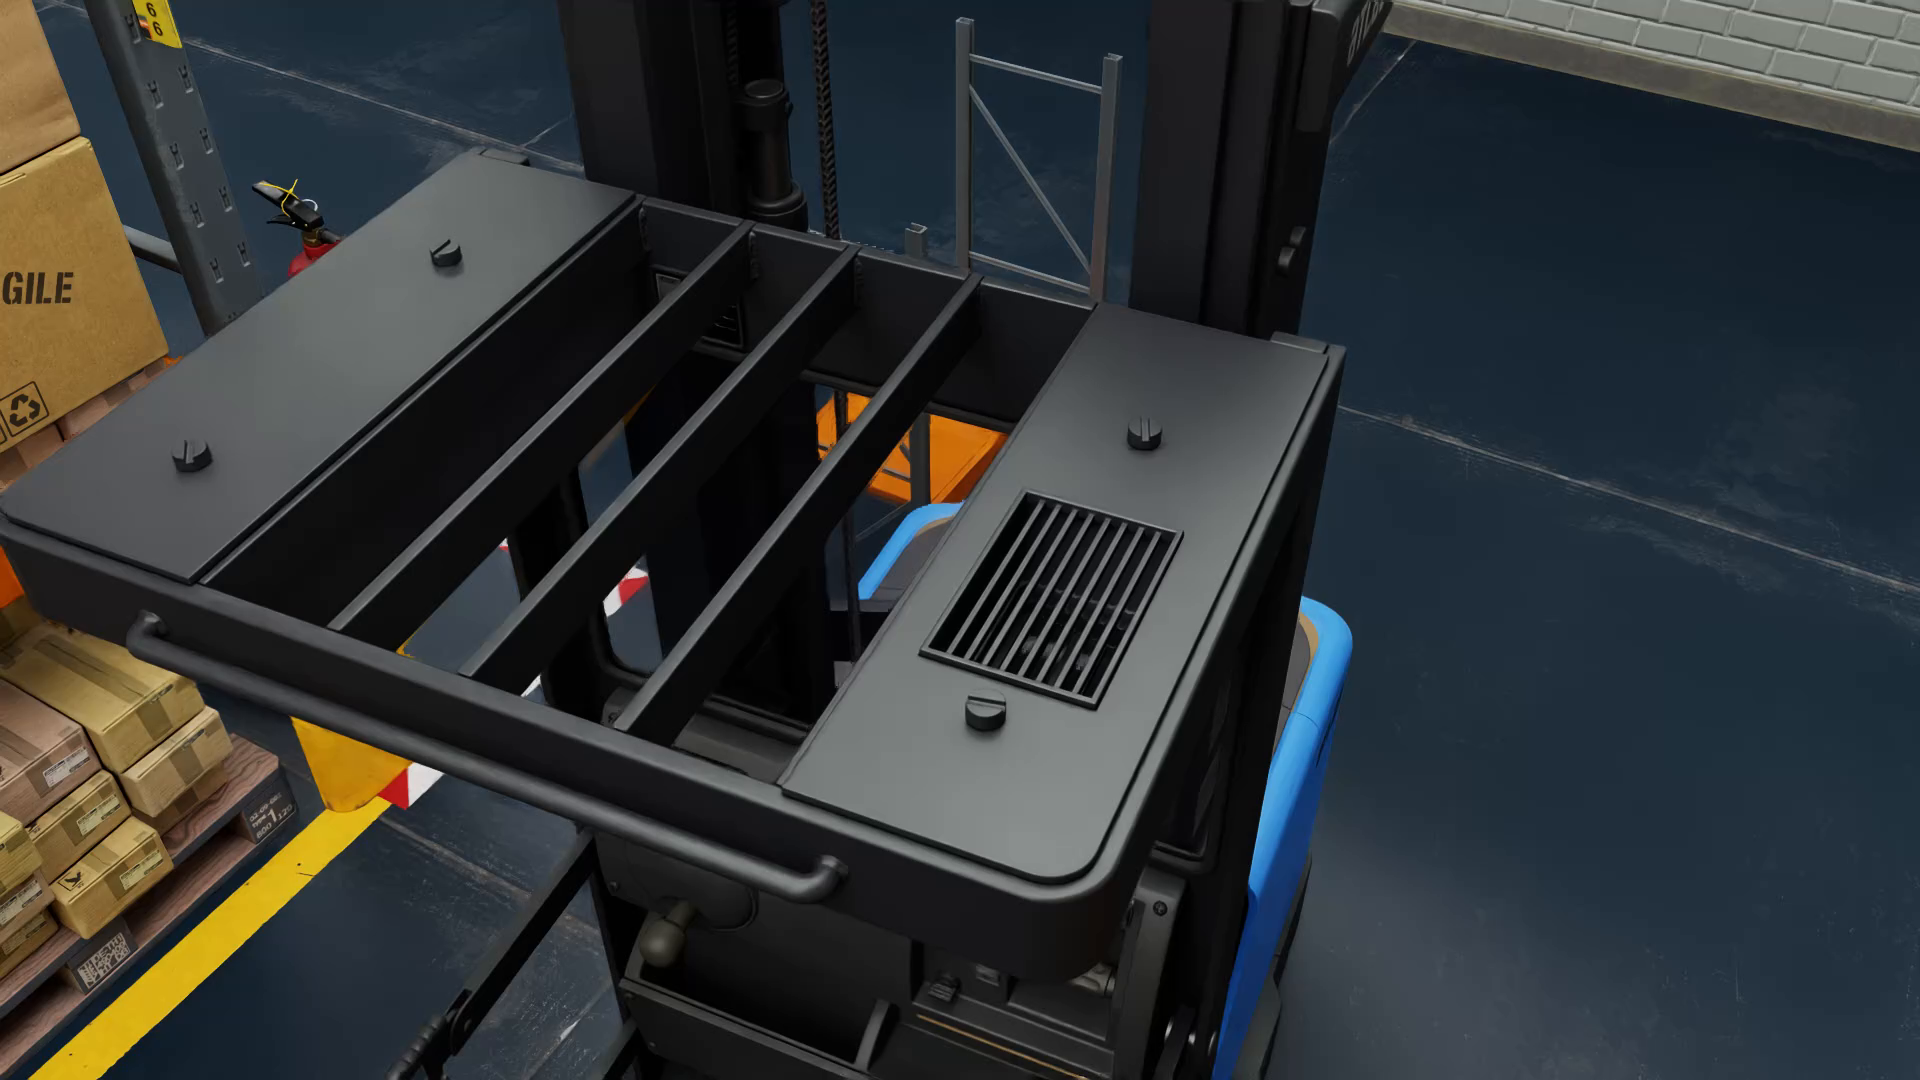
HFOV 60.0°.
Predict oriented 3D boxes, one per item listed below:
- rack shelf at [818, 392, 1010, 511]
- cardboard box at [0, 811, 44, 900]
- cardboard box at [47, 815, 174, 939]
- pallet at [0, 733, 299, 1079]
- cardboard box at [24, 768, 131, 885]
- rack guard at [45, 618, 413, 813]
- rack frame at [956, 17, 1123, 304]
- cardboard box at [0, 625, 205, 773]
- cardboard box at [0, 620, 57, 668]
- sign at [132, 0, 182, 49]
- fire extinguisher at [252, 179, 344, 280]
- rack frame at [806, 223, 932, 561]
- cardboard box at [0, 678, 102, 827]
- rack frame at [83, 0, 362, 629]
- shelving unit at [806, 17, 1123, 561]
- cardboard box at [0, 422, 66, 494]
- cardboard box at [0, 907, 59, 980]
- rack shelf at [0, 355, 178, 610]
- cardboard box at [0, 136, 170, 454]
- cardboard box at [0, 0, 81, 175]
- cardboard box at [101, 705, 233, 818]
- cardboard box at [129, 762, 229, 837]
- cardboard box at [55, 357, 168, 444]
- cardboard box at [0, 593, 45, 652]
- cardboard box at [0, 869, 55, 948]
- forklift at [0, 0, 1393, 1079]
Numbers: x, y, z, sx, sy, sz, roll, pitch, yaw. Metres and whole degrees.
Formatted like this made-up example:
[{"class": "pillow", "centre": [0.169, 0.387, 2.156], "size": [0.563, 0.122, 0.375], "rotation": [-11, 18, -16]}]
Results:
[{"class": "rack shelf", "centre": [-0.043, -0.379, 4.818], "size": [0.538, 0.185, 1.000], "rotation": [21, 45, 22]}, {"class": "cardboard box", "centre": [-2.241, 0.672, 3.607], "size": [0.380, 0.149, 0.250], "rotation": [20, 45, 21]}, {"class": "cardboard box", "centre": [-2.125, 0.744, 3.975], "size": [0.380, 0.149, 0.250], "rotation": [22, 46, 23]}, {"class": "pallet", "centre": [-2.476, 0.824, 4.154], "size": [1.003, 0.211, 1.213], "rotation": [21, 45, 22]}, {"class": "cardboard box", "centre": [-2.195, 0.610, 3.902], "size": [0.380, 0.149, 0.250], "rotation": [20, 45, 21]}, {"class": "rack guard", "centre": [-2.039, 0.263, 4.573], "size": [1.175, 0.500, 0.348], "rotation": [21, 45, 22]}, {"class": "rack frame", "centre": [0.212, -0.805, 5.029], "size": [0.500, 1.500, 0.032], "rotation": [21, 45, 22]}, {"class": "cardboard box", "centre": [-2.046, 0.357, 3.964], "size": [0.380, 0.149, 0.250], "rotation": [21, 46, 23]}, {"class": "cardboard box", "centre": [-2.485, 0.297, 4.258], "size": [0.380, 0.149, 0.250], "rotation": [23, 46, 24]}, {"class": "sign", "centre": [-1.530, -1.077, 3.088], "size": [0.100, 0.325, 0.005], "rotation": [21, 45, 22]}, {"class": "fire extinguisher", "centre": [-1.475, -0.541, 3.936], "size": [0.296, 0.674, 0.183], "rotation": [21, 45, 22]}, {"class": "rack frame", "centre": [-0.297, -0.223, 4.369], "size": [0.500, 1.500, 0.032], "rotation": [21, 45, 22]}, {"class": "cardboard box", "centre": [-2.222, 0.482, 3.823], "size": [0.380, 0.149, 0.250], "rotation": [22, 46, 23]}, {"class": "rack frame", "centre": [-2.001, -0.719, 3.797], "size": [1.000, 3.000, 0.127], "rotation": [21, 45, 22]}, {"class": "shelving unit", "centre": [-0.038, -0.519, 4.705], "size": [0.587, 1.500, 1.083], "rotation": [21, 45, 22]}, {"class": "cardboard box", "centre": [-2.076, -0.215, 3.414], "size": [0.380, 0.149, 0.250], "rotation": [21, 45, 22]}, {"class": "cardboard box", "centre": [-2.331, 0.867, 3.835], "size": [0.380, 0.149, 0.250], "rotation": [21, 45, 22]}, {"class": "rack shelf", "centre": [-3.002, 0.696, 2.735], "size": [1.077, 0.370, 4.000], "rotation": [21, 45, 22]}, {"class": "cardboard box", "centre": [-2.003, -0.526, 3.277], "size": [0.500, 0.500, 0.500], "rotation": [22, 46, 23]}, {"class": "cardboard box", "centre": [-2.014, -0.899, 2.944], "size": [0.500, 0.500, 0.500], "rotation": [20, 45, 21]}, {"class": "cardboard box", "centre": [-2.018, 0.478, 4.052], "size": [0.380, 0.149, 0.250], "rotation": [20, 45, 21]}, {"class": "cardboard box", "centre": [-2.084, 0.564, 4.180], "size": [0.380, 0.149, 0.250], "rotation": [22, 46, 23]}, {"class": "cardboard box", "centre": [-1.919, -0.344, 3.562], "size": [0.380, 0.149, 0.250], "rotation": [21, 46, 22]}, {"class": "cardboard box", "centre": [-2.557, 0.158, 4.191], "size": [0.380, 0.149, 0.250], "rotation": [19, 45, 20]}, {"class": "cardboard box", "centre": [-2.276, 0.776, 3.713], "size": [0.380, 0.149, 0.250], "rotation": [19, 45, 20]}, {"class": "forklift", "centre": [-0.220, 0.615, 2.334], "size": [1.130, 2.935, 3.031], "rotation": [16, 44, 17]}]
